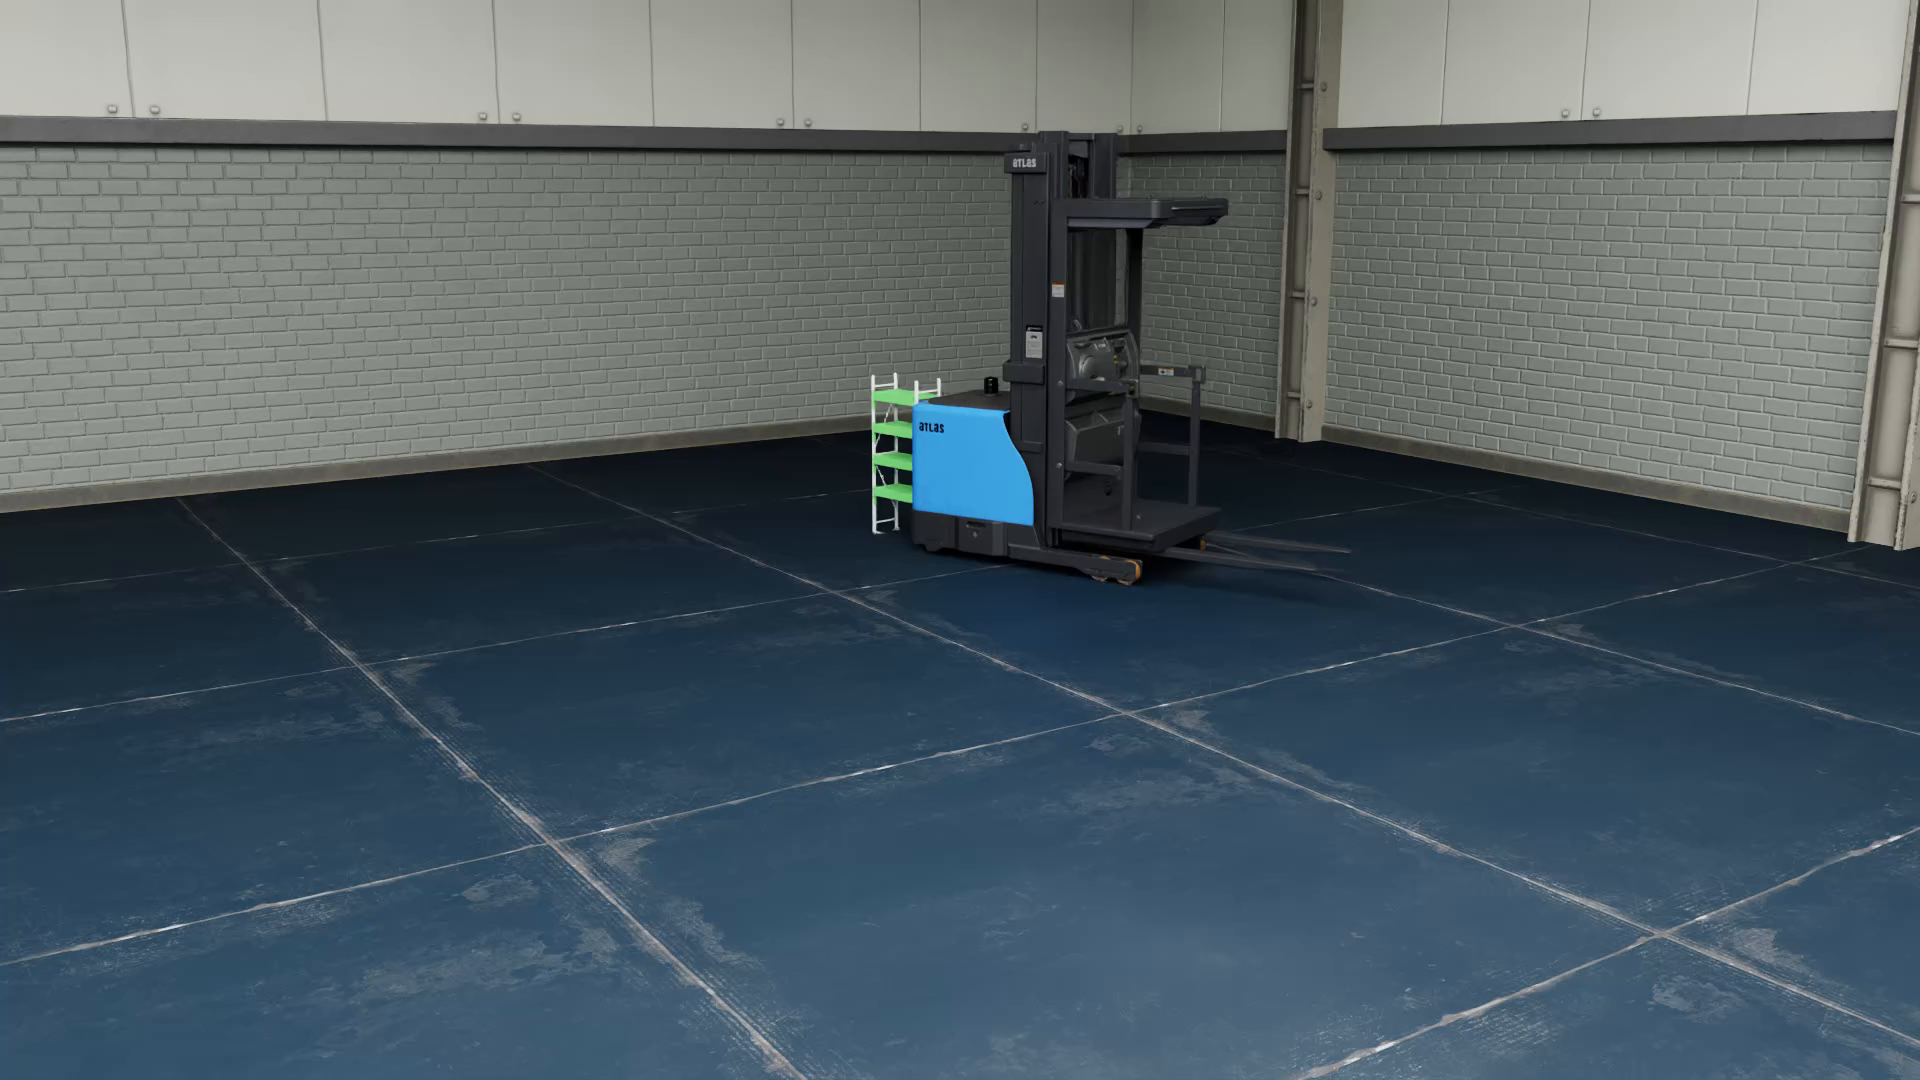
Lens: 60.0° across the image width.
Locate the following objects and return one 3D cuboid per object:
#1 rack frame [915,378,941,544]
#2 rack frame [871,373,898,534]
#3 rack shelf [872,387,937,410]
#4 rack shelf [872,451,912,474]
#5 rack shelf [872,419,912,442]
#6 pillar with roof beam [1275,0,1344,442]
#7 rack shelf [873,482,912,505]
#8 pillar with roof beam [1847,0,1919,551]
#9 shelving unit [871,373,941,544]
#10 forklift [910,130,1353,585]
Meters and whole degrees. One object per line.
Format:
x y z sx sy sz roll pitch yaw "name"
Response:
-0.234 -0.576 12.188 0.240 1.200 0.015 -11 17 -42 "rack frame"
-0.566 -0.653 12.538 0.240 1.200 0.015 -11 17 -42 "rack frame"
-0.400 -1.021 12.274 0.258 0.148 0.480 -11 17 -42 "rack shelf"
-0.400 -0.552 12.377 0.258 0.148 0.480 -11 17 -42 "rack shelf"
-0.400 -0.786 12.325 0.258 0.148 0.480 -11 17 -42 "rack shelf"
-0.094 -4.930 13.844 9.100 9.000 0.400 -8 15 -33 "pillar with roof beam"
-0.400 -0.318 12.428 0.258 0.148 0.480 -11 17 -42 "rack shelf"
3.230 -3.863 8.964 9.100 9.000 0.400 -8 15 -33 "pillar with roof beam"
-0.400 -0.614 12.363 0.258 1.200 0.503 -11 17 -42 "shelving unit"
1.154 -1.263 11.279 3.031 2.935 1.130 8 15 33 "forklift"
